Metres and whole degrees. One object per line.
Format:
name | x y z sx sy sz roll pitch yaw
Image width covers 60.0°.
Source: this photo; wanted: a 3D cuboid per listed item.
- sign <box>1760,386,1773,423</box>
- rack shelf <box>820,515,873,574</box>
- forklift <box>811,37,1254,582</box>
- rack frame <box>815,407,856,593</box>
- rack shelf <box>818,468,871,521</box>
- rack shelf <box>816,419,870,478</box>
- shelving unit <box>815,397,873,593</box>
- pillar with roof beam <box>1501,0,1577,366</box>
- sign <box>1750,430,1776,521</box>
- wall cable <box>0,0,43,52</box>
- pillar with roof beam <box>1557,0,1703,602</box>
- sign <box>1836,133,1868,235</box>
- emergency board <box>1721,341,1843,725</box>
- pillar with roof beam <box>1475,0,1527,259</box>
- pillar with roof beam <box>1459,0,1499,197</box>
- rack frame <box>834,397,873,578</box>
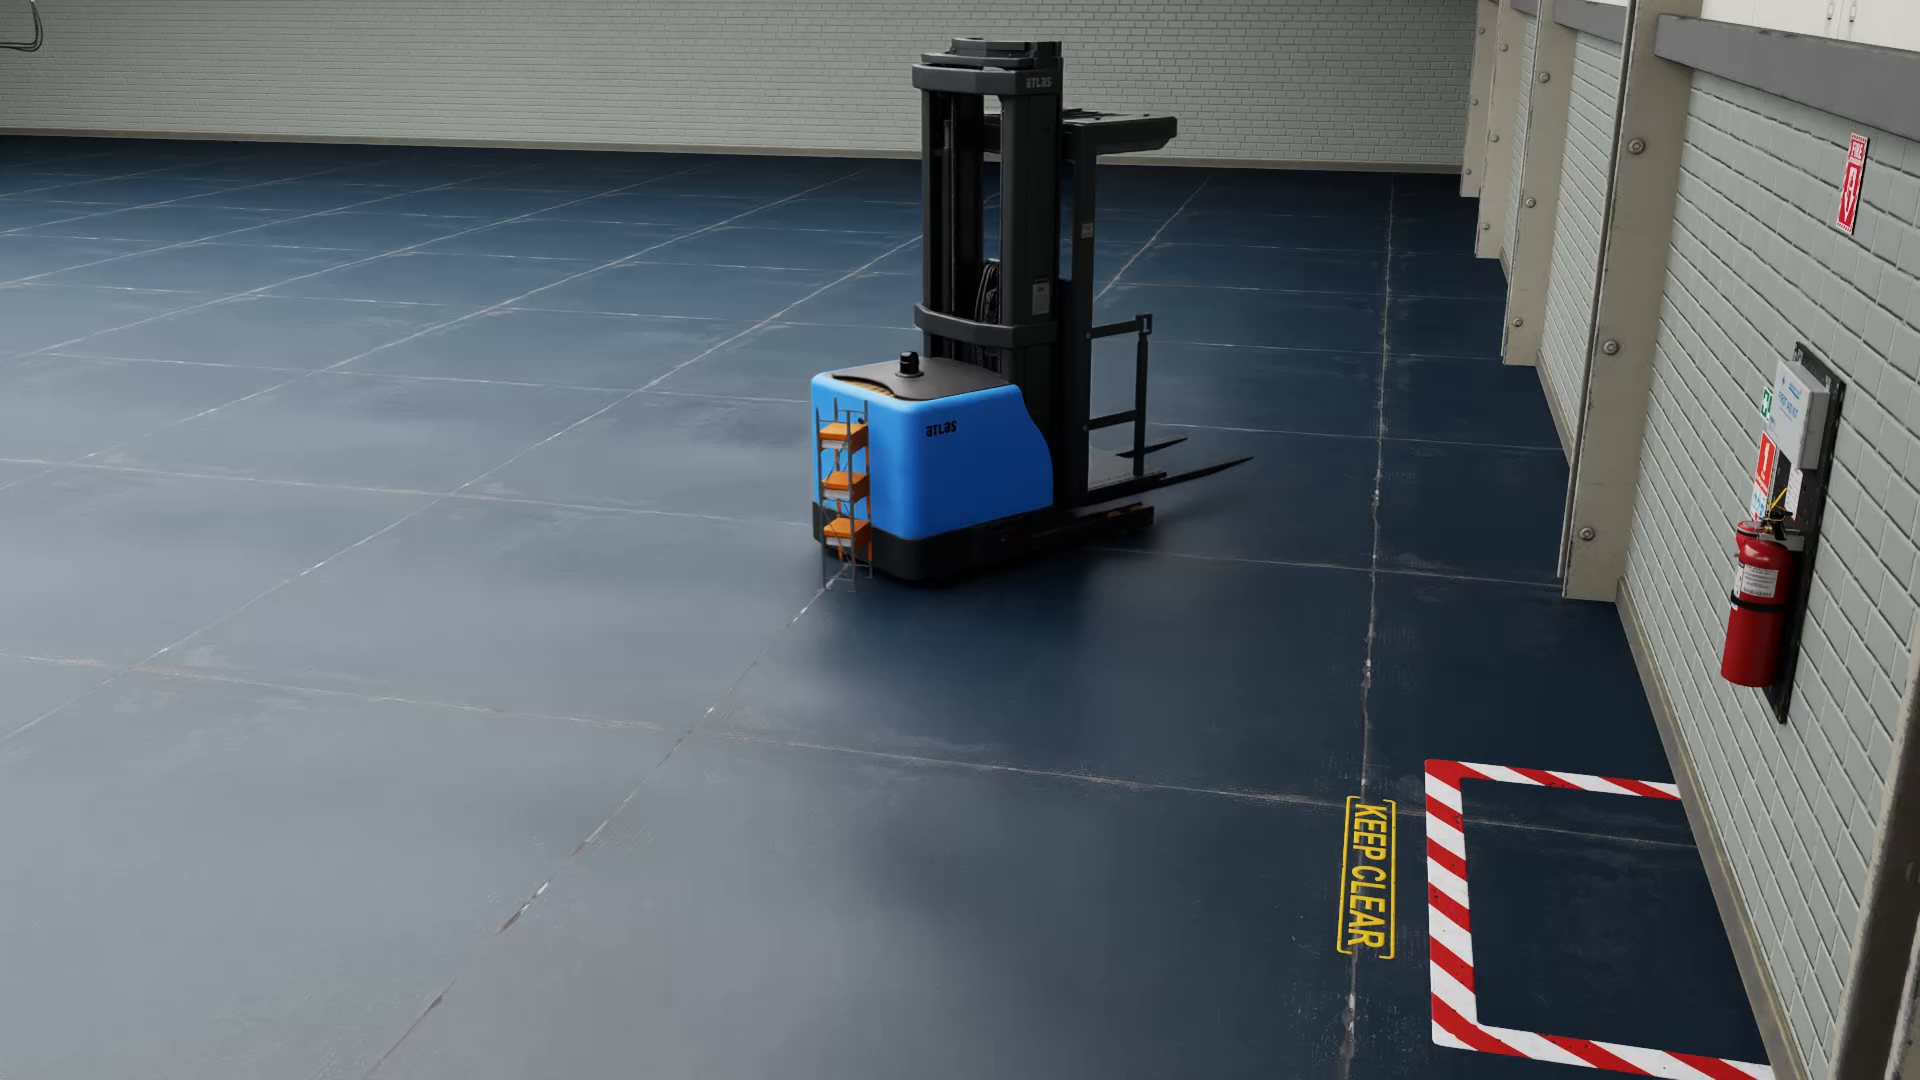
sign | 2.953 -0.472 6.052 0.001 0.109 0.331 5 19 13
rack shelf | -0.639 0.023 9.383 0.215 0.259 0.240 6 20 19
forklift | 0.583 -1.518 10.096 3.031 2.935 1.130 -14 24 -36
rack frame | -0.684 -0.213 9.182 0.200 1.050 0.008 6 20 19
rack shelf | -0.643 -0.240 9.294 0.215 0.259 0.240 6 20 19
rack shelf | -0.647 -0.509 9.204 0.215 0.259 0.240 6 20 19
shelving unit | -0.643 -0.250 9.291 0.215 1.050 0.252 6 20 19
pillar with roof beam | 0.844 -6.208 14.441 9.100 9.000 0.400 5 19 13
sign | 2.963 -0.221 6.140 0.001 0.329 0.234 5 19 13
wall cable | -20.592 -11.466 34.640 3.097 2.526 0.112 5 19 13
pillar with roof beam | -0.622 -4.327 8.935 9.100 9.000 0.400 5 19 13
sign | 2.826 -1.131 5.272 0.001 0.298 0.199 5 19 13
emergency board | 2.728 -0.039 5.662 0.194 1.169 0.643 5 19 13
pillar with roof beam | 2.310 -8.089 19.947 9.100 9.000 0.400 5 19 13
pillar with roof beam | 3.776 -9.969 25.453 9.100 9.000 0.400 5 19 13
rack frame | -0.602 -0.287 9.400 0.200 1.050 0.008 6 20 19
